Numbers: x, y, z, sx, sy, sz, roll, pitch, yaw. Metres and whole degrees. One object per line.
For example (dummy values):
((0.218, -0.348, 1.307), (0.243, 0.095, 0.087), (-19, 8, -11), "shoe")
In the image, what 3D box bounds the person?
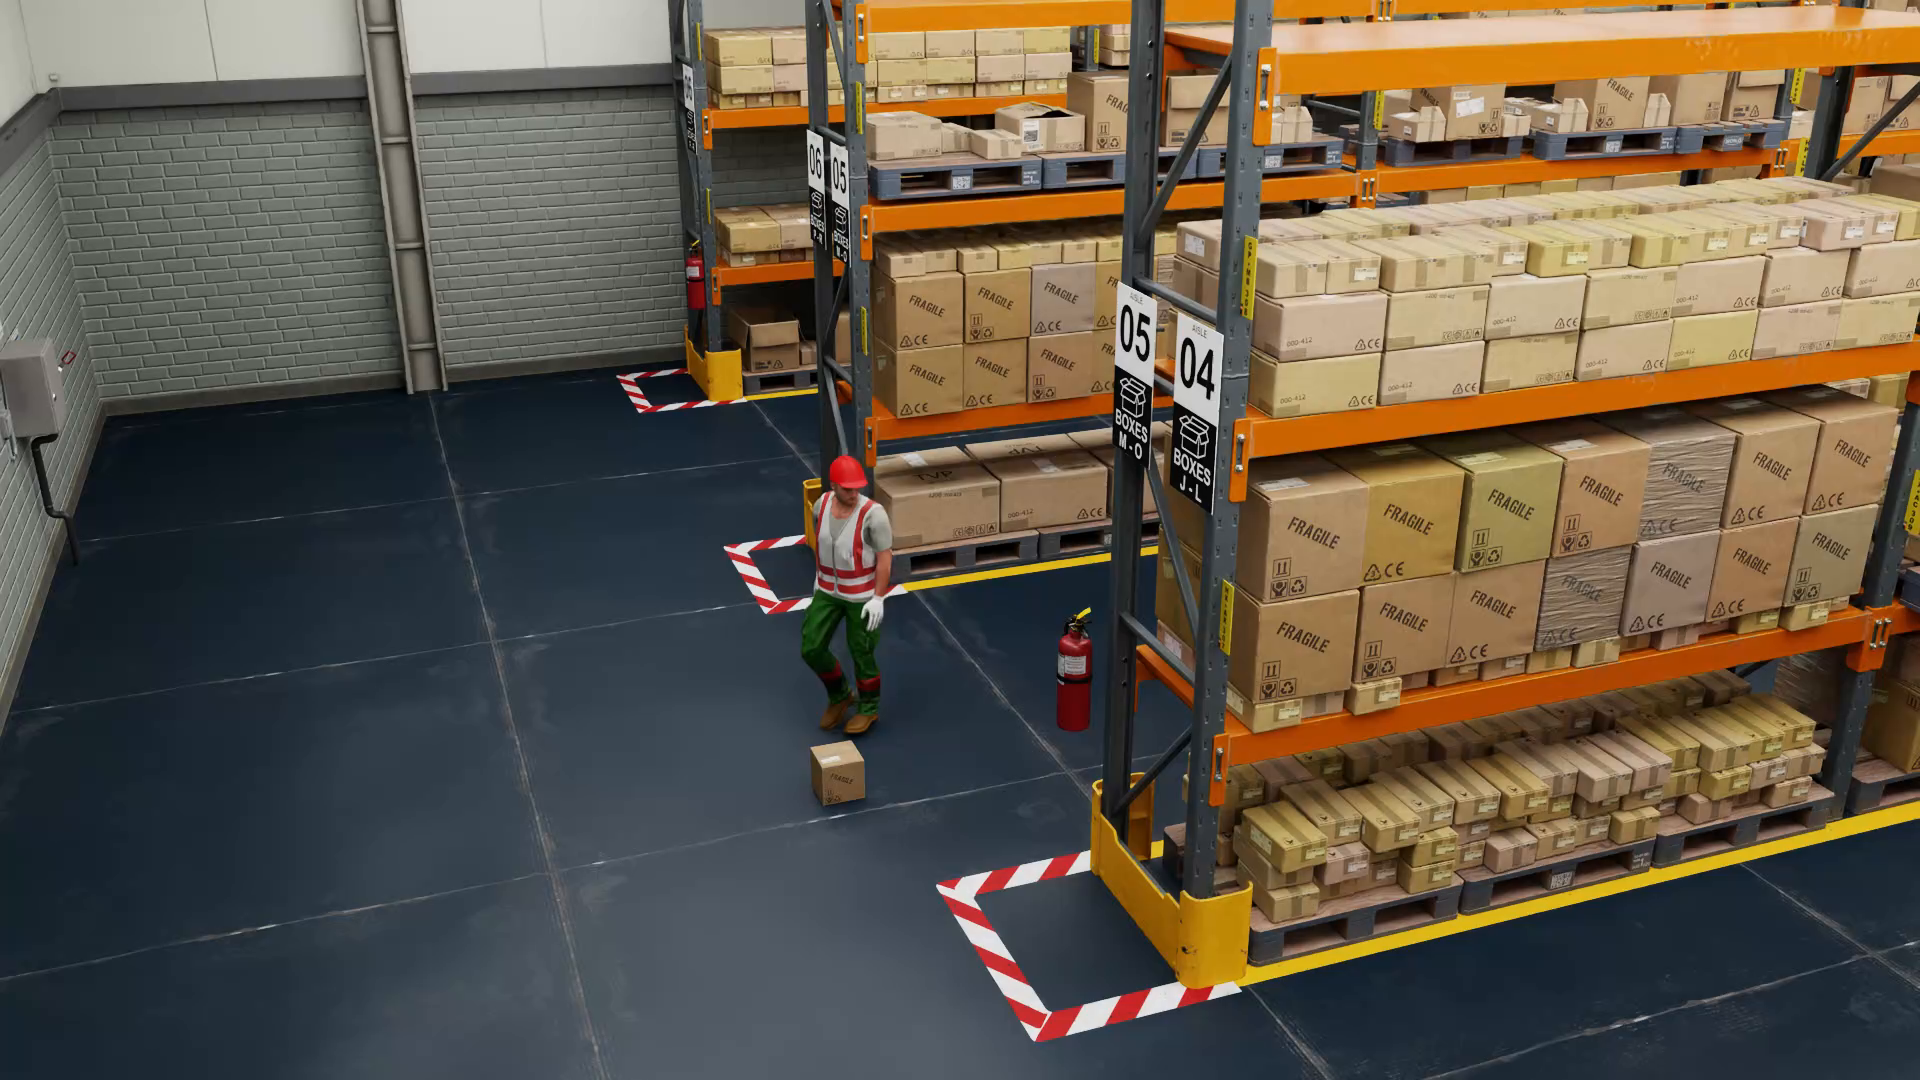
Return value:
((-0.696, 0.350, 9.941), (0.599, 1.812, 0.425), (12, 25, 26), "person")
